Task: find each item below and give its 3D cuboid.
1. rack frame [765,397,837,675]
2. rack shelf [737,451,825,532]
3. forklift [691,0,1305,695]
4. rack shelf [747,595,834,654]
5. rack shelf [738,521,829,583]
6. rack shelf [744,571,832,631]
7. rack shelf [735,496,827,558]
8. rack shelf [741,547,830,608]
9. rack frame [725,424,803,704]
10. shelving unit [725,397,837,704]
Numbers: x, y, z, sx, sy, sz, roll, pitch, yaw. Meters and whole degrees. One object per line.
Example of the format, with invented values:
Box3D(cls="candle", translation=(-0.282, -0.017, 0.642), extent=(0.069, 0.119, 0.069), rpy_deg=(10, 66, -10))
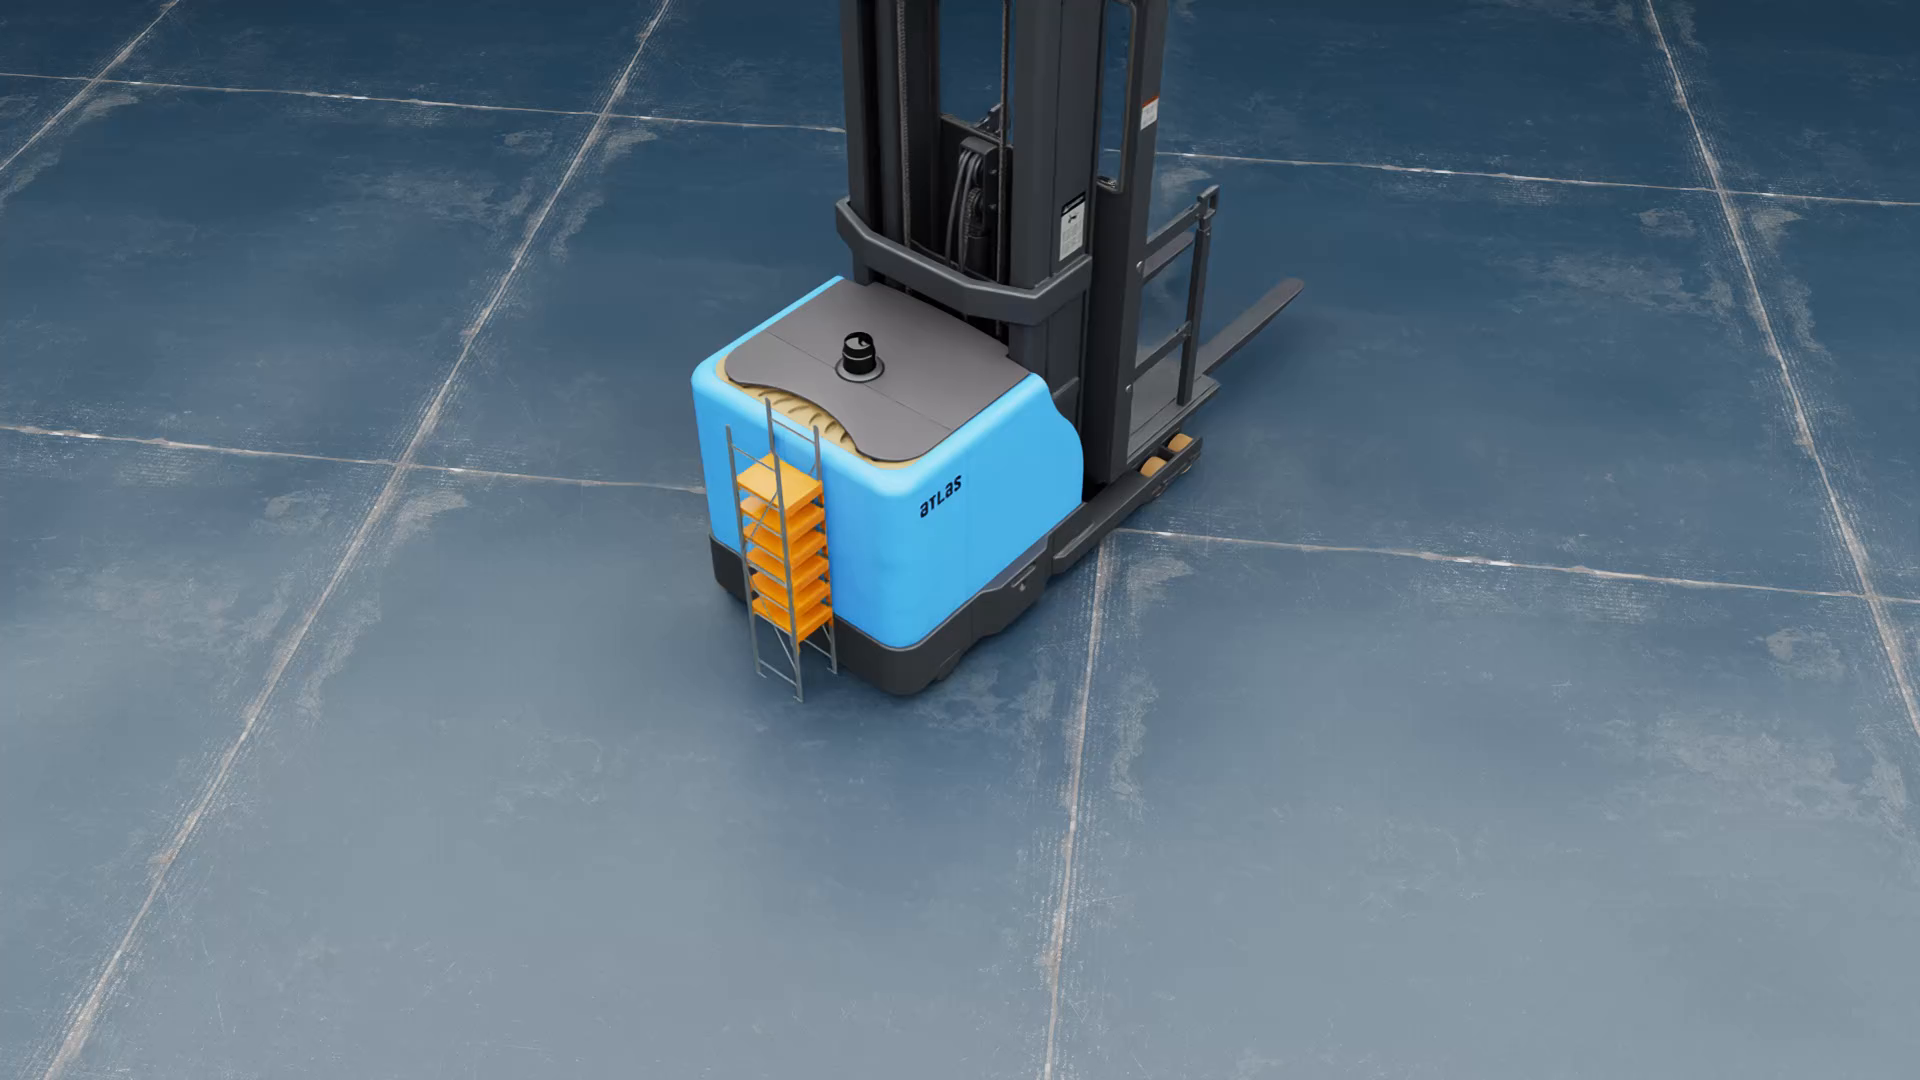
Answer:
Box3D(cls="rack frame", translation=(-0.552, 0.016, 5.861), extent=(0.240, 1.200, 0.006), rpy_deg=(30, 51, 28))
Box3D(cls="rack shelf", translation=(-0.611, -0.165, 5.593), extent=(0.258, 0.103, 0.180), rpy_deg=(30, 51, 28))
Box3D(cls="forklift", translation=(0.369, -1.446, 6.146), extent=(1.130, 2.935, 3.031), rpy_deg=(30, 51, 28))
Box3D(cls="rack shelf", translation=(-0.611, 0.271, 6.005), extent=(0.258, 0.103, 0.180), rpy_deg=(30, 51, 28))
Box3D(cls="rack shelf", translation=(-0.611, 0.009, 5.758), extent=(0.258, 0.103, 0.180), rpy_deg=(30, 51, 28))
Box3D(cls="rack shelf", translation=(-0.611, 0.183, 5.923), extent=(0.258, 0.103, 0.180), rpy_deg=(30, 51, 28))
Box3D(cls="rack shelf", translation=(-0.611, -0.078, 5.675), extent=(0.258, 0.103, 0.180), rpy_deg=(30, 51, 28))
Box3D(cls="rack shelf", translation=(-0.611, 0.096, 5.840), extent=(0.258, 0.103, 0.180), rpy_deg=(30, 51, 28))
Box3D(cls="rack frame", translation=(-0.670, 0.112, 5.759), extent=(0.240, 1.200, 0.006), rpy_deg=(30, 51, 28))
Box3D(cls="shelving unit", translation=(-0.611, 0.064, 5.810), extent=(0.258, 1.200, 0.189), rpy_deg=(30, 51, 28))
